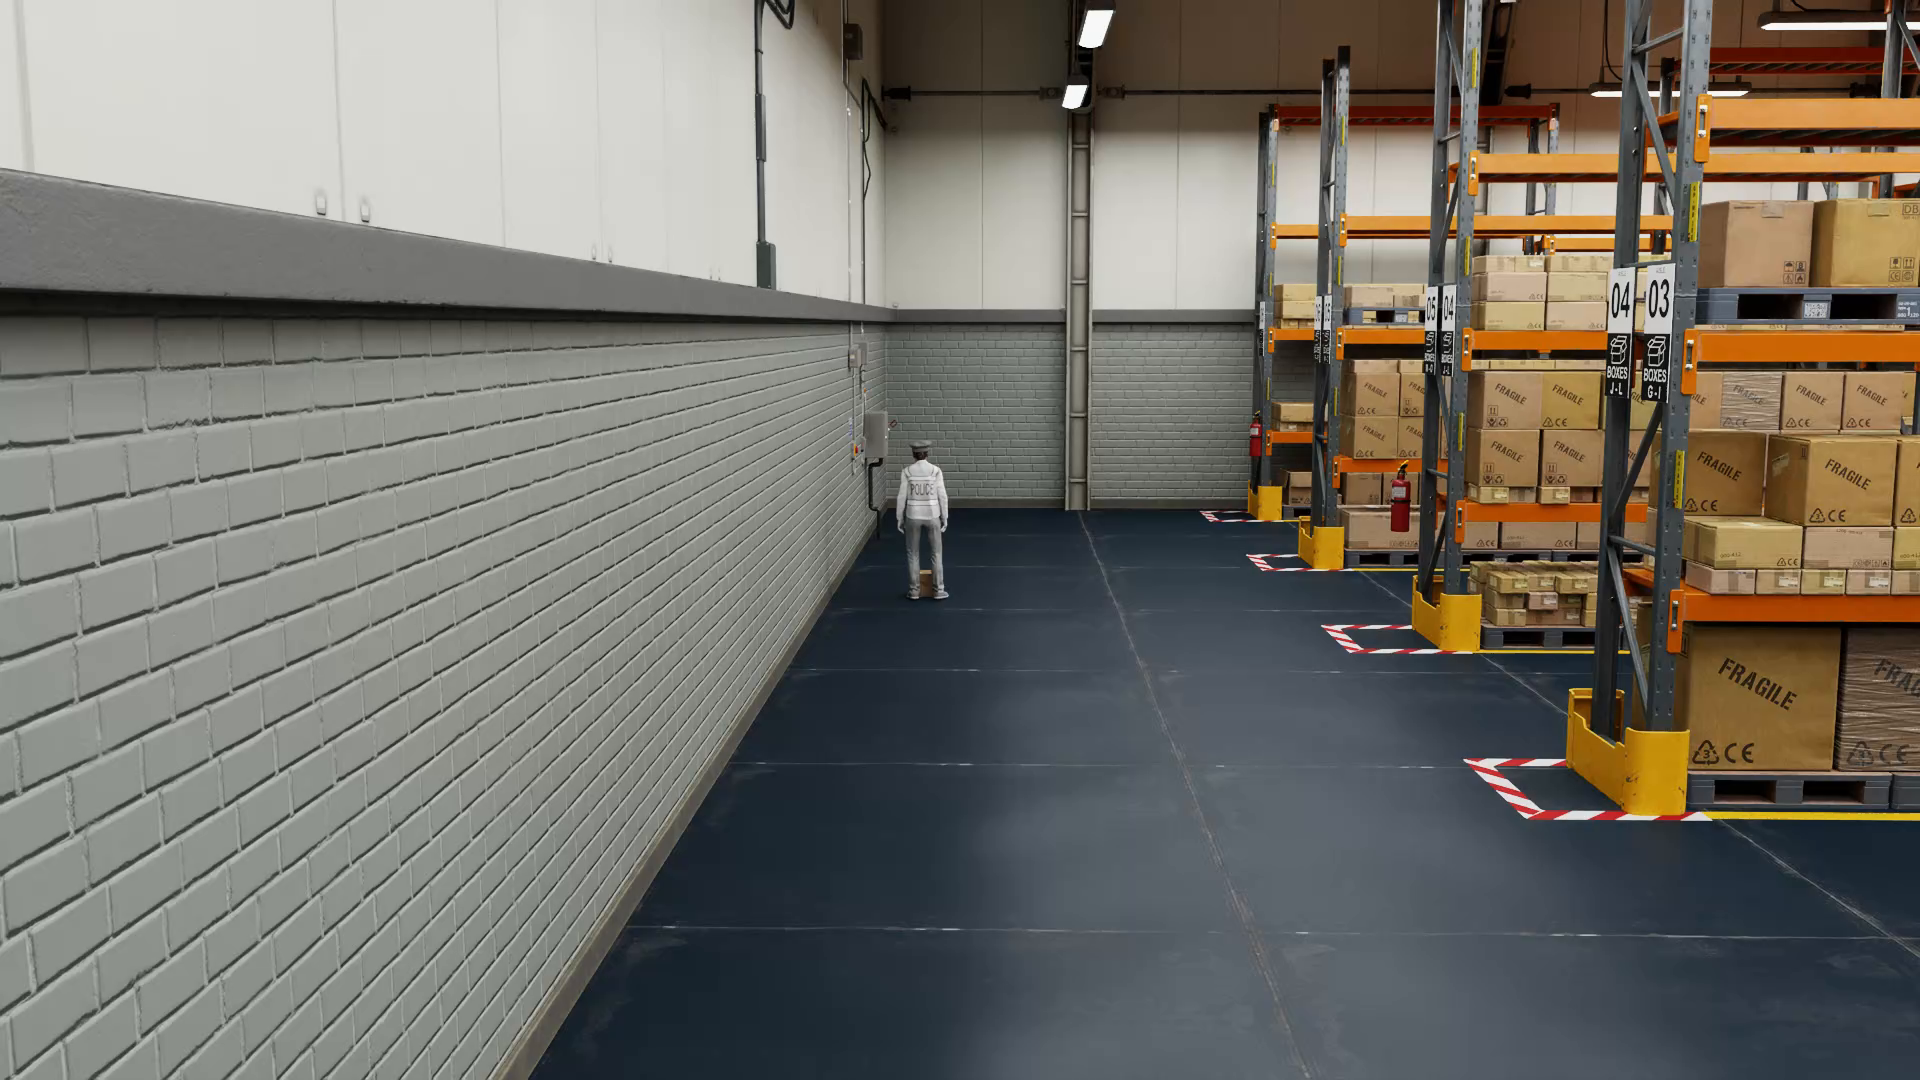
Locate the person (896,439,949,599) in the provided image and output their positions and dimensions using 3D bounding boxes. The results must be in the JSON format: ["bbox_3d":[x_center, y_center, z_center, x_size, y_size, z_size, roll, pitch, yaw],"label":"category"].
[{"bbox_3d":[-0.392,-0.208,17.369,0.546,1.666,0.371,0,7,-1],"label":"person"}]
